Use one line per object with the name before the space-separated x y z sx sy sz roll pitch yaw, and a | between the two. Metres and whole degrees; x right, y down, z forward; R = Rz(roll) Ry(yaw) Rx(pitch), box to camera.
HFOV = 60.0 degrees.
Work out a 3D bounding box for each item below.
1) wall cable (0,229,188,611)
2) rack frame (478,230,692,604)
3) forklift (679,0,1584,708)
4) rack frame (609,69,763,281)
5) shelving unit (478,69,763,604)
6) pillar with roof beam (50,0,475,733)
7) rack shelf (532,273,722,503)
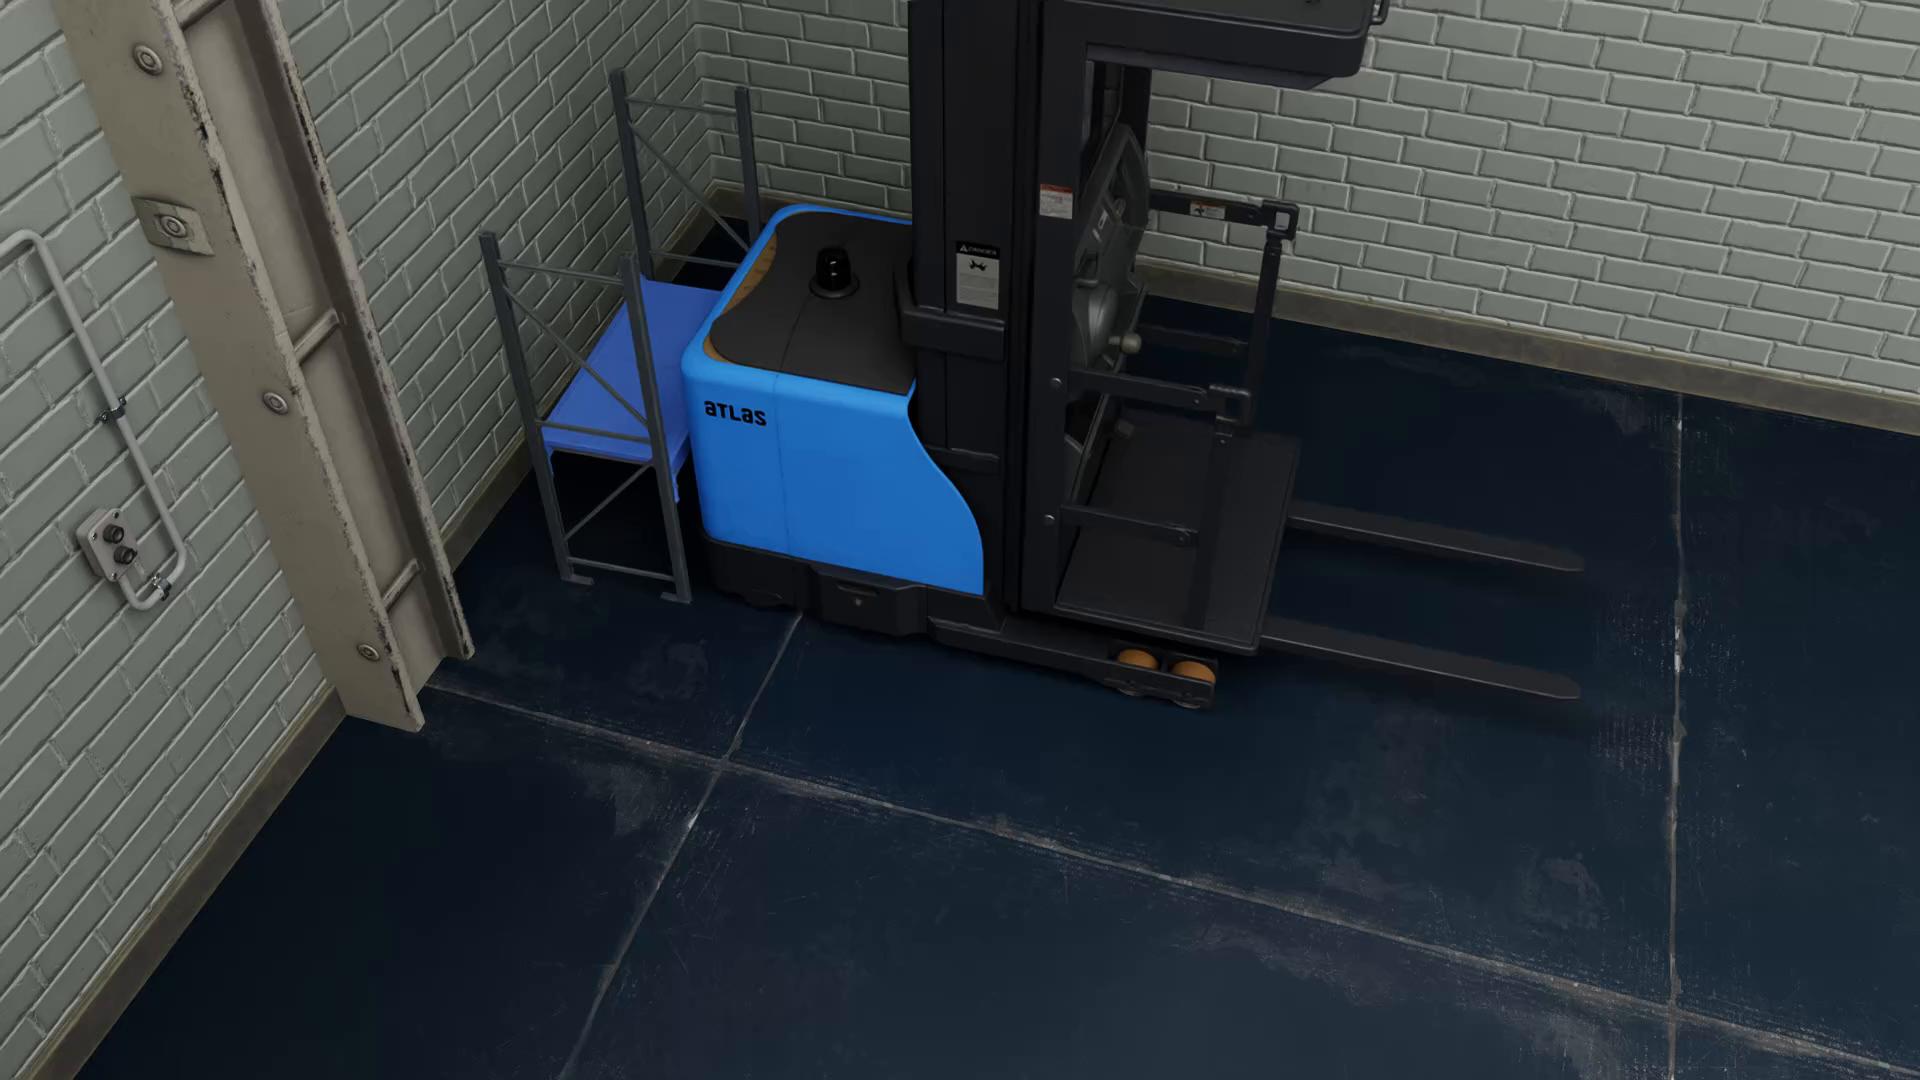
wall cable | -2.417 -0.022 3.402 0.084 1.984 1.851 13 46 13
rack frame | -1.218 -0.357 5.542 0.500 1.500 0.032 10 45 10
forklift | 0.653 -0.892 5.066 3.031 2.935 1.130 11 46 11
rack frame | -0.969 -1.046 6.247 0.500 1.500 0.032 10 45 10
shelving unit | -1.094 -0.701 5.894 0.538 1.500 1.048 10 45 10
pillar with roof beam | 2.193 -1.821 1.677 9.100 9.000 0.400 13 46 13
rack shelf | -1.094 -0.573 6.020 0.538 0.185 1.000 10 45 10
